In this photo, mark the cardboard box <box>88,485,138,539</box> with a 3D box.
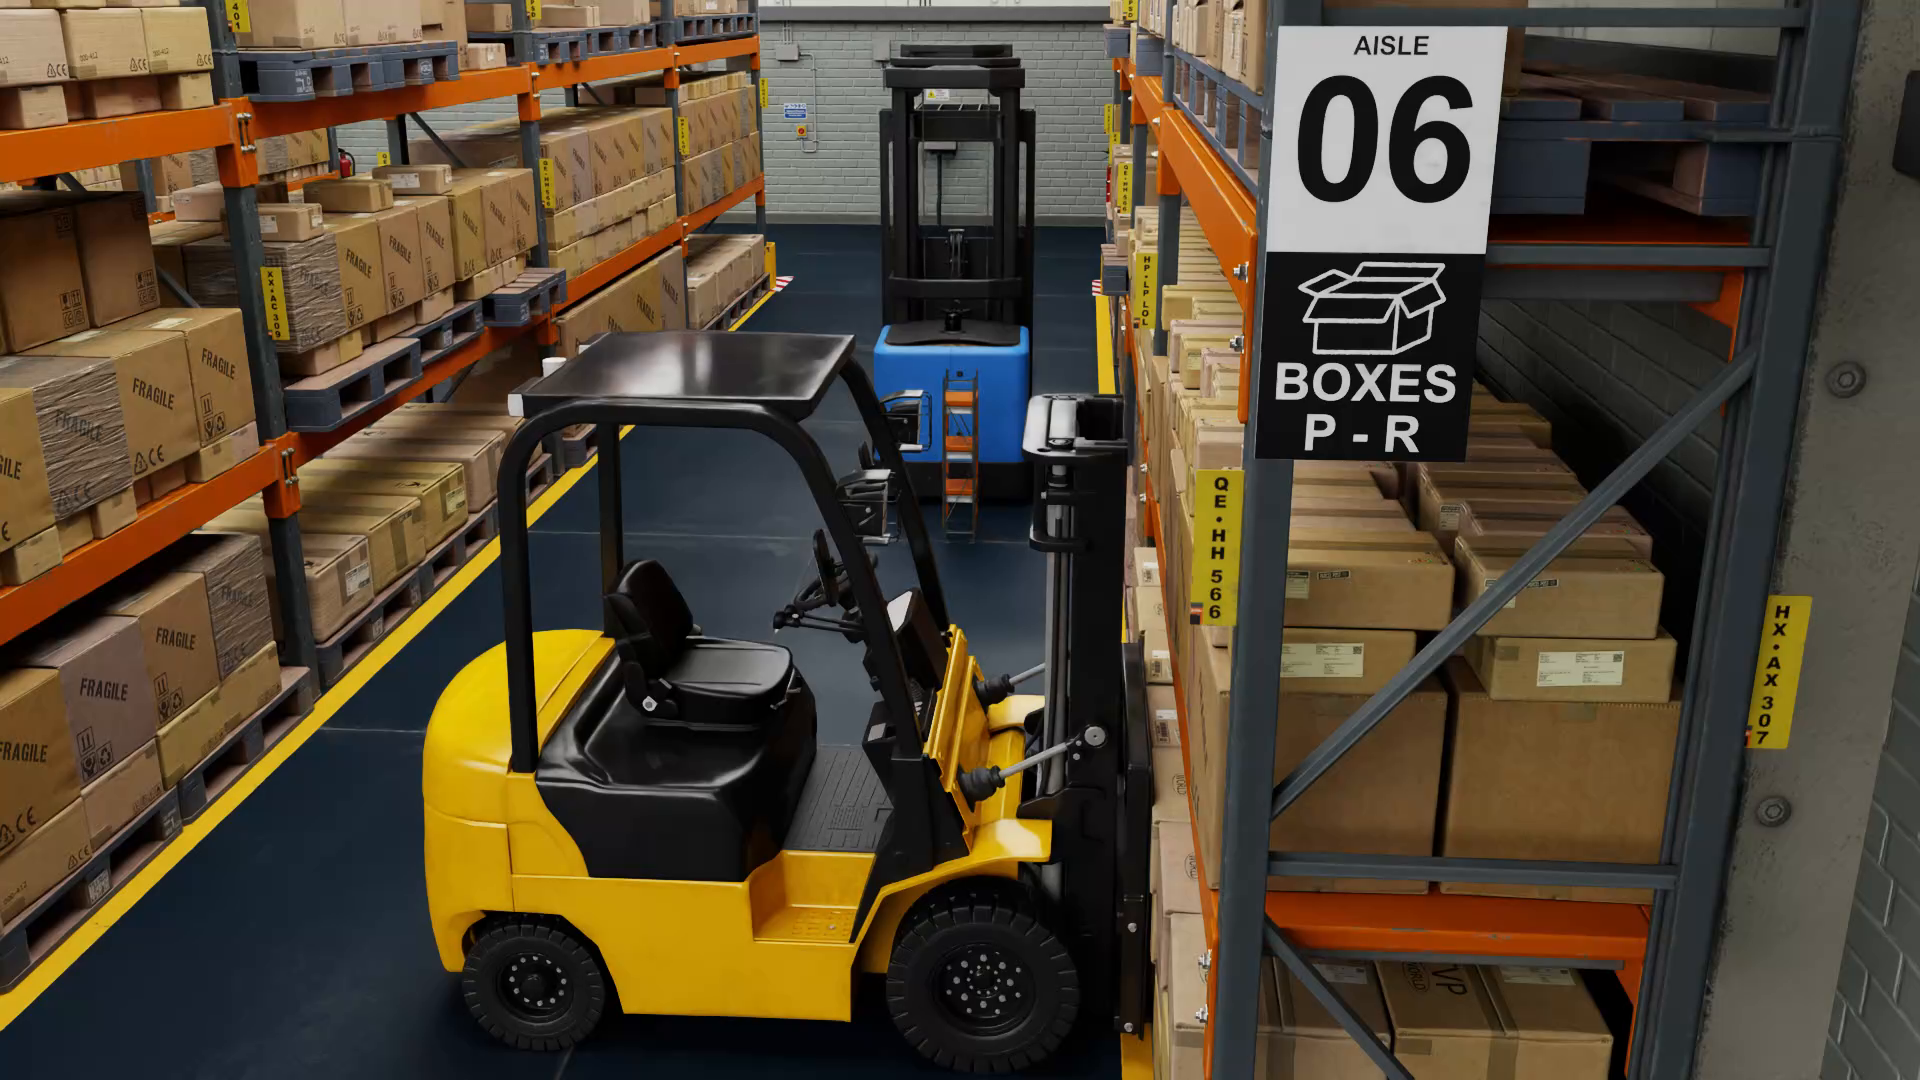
[{"bbox_3d":[-3.399,-0.113,6.355,0.380,0.149,0.250,1,18,3],"label":"cardboard box"}]

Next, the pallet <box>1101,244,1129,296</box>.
[{"bbox_3d":[1.607,-1.908,11.738,1.213,0.211,1.003,1,18,4],"label":"pallet"}]

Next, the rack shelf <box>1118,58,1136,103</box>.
[{"bbox_3d":[1.771,-3.492,12.602,1.077,0.370,4.000,1,18,4],"label":"rack shelf"}]

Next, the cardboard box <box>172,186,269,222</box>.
[{"bbox_3d":[-3.766,-1.714,8.483,0.380,0.149,0.250,1,18,2],"label":"cardboard box"}]

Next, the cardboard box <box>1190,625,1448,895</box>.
[{"bbox_3d":[0.828,0.491,3.947,0.500,0.500,0.500,1,18,3],"label":"cardboard box"}]

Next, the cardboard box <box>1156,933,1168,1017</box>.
[{"bbox_3d":[0.824,1.253,4.720,0.500,0.250,0.500,1,18,3],"label":"cardboard box"}]

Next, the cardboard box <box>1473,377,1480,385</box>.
[{"bbox_3d":[1.446,-0.461,5.334,0.380,0.149,0.250,2,18,5],"label":"cardboard box"}]

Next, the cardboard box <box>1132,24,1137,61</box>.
[{"bbox_3d":[1.458,-3.463,11.597,0.500,0.250,0.500,1,18,4],"label":"cardboard box"}]

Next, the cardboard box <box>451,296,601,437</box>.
[{"bbox_3d":[-3.191,-1.300,12.310,0.875,0.875,0.875,1,18,3],"label":"cardboard box"}]

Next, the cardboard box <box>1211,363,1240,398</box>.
[{"bbox_3d":[1.009,-0.470,5.361,0.380,0.149,0.250,1,18,4],"label":"cardboard box"}]

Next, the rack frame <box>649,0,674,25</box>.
[{"bbox_3d":[-3.036,-5.990,14.253,1.000,3.000,0.127,1,18,4],"label":"rack frame"}]

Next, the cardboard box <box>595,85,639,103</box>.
[{"bbox_3d":[-3.205,-4.153,15.471,0.380,0.149,0.250,2,18,5],"label":"cardboard box"}]

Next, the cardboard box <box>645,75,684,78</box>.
[{"bbox_3d":[-3.099,-4.783,17.393,0.380,0.149,0.250,1,18,4],"label":"cardboard box"}]

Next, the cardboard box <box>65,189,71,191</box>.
[{"bbox_3d":[-7.868,-2.935,14.292,0.380,0.149,0.250,0,18,1],"label":"cardboard box"}]

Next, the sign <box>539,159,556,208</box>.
[{"bbox_3d":[-2.781,-2.401,11.200,0.100,0.325,0.005,1,18,4],"label":"sign"}]

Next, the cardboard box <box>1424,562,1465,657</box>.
[{"bbox_3d":[1.292,0.164,3.904,0.380,0.149,0.250,1,18,4],"label":"cardboard box"}]

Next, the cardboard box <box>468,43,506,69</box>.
[{"bbox_3d":[-3.136,-3.101,10.655,0.380,0.149,0.250,1,18,4],"label":"cardboard box"}]

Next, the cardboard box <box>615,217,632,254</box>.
[{"bbox_3d":[-2.943,-2.448,13.319,0.500,0.250,0.500,1,18,4],"label":"cardboard box"}]

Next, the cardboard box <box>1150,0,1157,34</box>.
[{"bbox_3d":[1.205,-2.644,8.166,0.500,0.311,0.500,1,18,2],"label":"cardboard box"}]

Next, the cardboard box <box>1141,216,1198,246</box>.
[{"bbox_3d":[1.301,-1.888,10.164,0.380,0.149,0.250,2,18,5],"label":"cardboard box"}]

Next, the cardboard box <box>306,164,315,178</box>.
[{"bbox_3d":[-7.491,-4.158,18.697,0.380,0.149,0.250,1,18,4],"label":"cardboard box"}]

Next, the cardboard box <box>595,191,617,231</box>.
[{"bbox_3d":[-2.954,-2.530,12.766,0.500,0.250,0.500,1,18,4],"label":"cardboard box"}]

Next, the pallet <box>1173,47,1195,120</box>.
[{"bbox_3d":[1.306,-1.663,6.006,1.003,0.211,1.213,1,18,4],"label":"pallet"}]

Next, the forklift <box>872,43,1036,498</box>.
[{"bbox_3d":[-0.008,-2.081,12.067,1.130,2.935,3.031,1,18,2],"label":"forklift"}]

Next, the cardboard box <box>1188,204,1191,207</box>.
[{"bbox_3d":[1.821,-2.191,11.457,0.500,0.500,0.500,2,18,7],"label":"cardboard box"}]

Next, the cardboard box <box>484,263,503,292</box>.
[{"bbox_3d":[-3.058,-1.628,10.304,0.380,0.149,0.250,0,18,1],"label":"cardboard box"}]

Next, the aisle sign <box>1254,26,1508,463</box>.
[{"bbox_3d":[0.757,-0.524,3.031,0.394,0.787,0.004,1,18,4],"label":"aisle sign"}]

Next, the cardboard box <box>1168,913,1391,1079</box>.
[{"bbox_3d":[0.776,1.179,4.143,0.500,0.250,0.500,2,18,6],"label":"cardboard box"}]

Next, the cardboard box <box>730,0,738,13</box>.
[{"bbox_3d":[-2.692,-5.841,18.021,0.500,0.250,0.500,0,18,-1],"label":"cardboard box"}]

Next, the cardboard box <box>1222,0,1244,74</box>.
[{"bbox_3d":[0.829,-1.254,3.998,0.396,0.266,0.258,1,18,4],"label":"cardboard box"}]

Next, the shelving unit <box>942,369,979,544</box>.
[{"bbox_3d":[0.004,-0.516,10.310,0.215,1.050,0.252,1,18,4],"label":"shelving unit"}]

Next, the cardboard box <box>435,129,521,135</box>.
[{"bbox_3d":[-3.518,-2.746,12.219,0.500,0.500,0.500,2,18,5],"label":"cardboard box"}]

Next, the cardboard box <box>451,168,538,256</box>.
[{"bbox_3d":[-3.078,-2.138,10.819,0.500,0.500,0.500,1,18,2],"label":"cardboard box"}]

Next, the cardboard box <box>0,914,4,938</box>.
[{"bbox_3d":[-3.519,1.292,5.405,0.500,0.250,0.500,2,18,6],"label":"cardboard box"}]

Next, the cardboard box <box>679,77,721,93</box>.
[{"bbox_3d":[-2.650,-4.618,16.892,0.380,0.149,0.250,2,18,6],"label":"cardboard box"}]

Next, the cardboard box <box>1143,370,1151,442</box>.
[{"bbox_3d":[1.116,-0.636,7.789,0.500,0.250,0.500,2,18,5],"label":"cardboard box"}]

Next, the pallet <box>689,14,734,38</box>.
[{"bbox_3d":[-2.877,-5.155,16.662,1.003,0.211,1.213,1,18,4],"label":"pallet"}]

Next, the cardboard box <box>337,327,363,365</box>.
[{"bbox_3d":[-3.228,-0.977,8.316,0.380,0.149,0.250,2,18,5],"label":"cardboard box"}]

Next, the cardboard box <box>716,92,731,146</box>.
[{"bbox_3d":[-2.632,-4.277,16.892,0.500,0.500,0.500,1,18,4],"label":"cardboard box"}]

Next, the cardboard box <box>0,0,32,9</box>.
[{"bbox_3d":[-3.474,-1.913,5.748,0.380,0.149,0.250,1,18,3],"label":"cardboard box"}]

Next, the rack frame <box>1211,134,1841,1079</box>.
[{"bbox_3d":[1.055,0.697,3.478,1.000,3.000,0.127,1,18,4],"label":"rack frame"}]

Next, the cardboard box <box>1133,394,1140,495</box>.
[{"bbox_3d":[1.570,-0.665,10.775,0.875,0.625,0.625,2,18,6],"label":"cardboard box"}]

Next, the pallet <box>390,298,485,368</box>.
[{"bbox_3d":[-3.424,-1.190,9.546,1.003,0.211,1.213,1,18,4],"label":"pallet"}]

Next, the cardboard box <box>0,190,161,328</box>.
[{"bbox_3d":[-3.858,-1.187,6.984,0.700,0.500,0.500,1,18,3],"label":"cardboard box"}]

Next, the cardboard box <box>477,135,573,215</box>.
[{"bbox_3d":[-3.044,-2.568,11.675,0.500,0.500,0.500,1,18,2],"label":"cardboard box"}]

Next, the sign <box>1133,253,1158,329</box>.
[{"bbox_3d":[0.799,-1.067,7.129,0.100,0.325,0.005,1,18,4],"label":"sign"}]

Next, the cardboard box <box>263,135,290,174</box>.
[{"bbox_3d":[-7.539,-4.187,17.745,0.500,0.500,0.500,1,18,4],"label":"cardboard box"}]

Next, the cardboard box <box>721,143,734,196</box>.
[{"bbox_3d":[-2.622,-3.797,17.034,0.500,0.500,0.500,2,18,6],"label":"cardboard box"}]

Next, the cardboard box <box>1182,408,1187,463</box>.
[{"bbox_3d":[0.925,-0.328,5.405,0.380,0.149,0.250,1,18,3],"label":"cardboard box"}]

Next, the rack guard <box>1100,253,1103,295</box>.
[{"bbox_3d":[2.196,-3.061,18.961,1.175,0.500,0.348,1,18,4],"label":"rack guard"}]

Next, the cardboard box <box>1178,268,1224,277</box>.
[{"bbox_3d":[1.101,-1.252,8.225,0.380,0.149,0.250,1,18,2],"label":"cardboard box"}]

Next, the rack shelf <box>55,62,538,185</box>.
[{"bbox_3d":[-3.467,-2.360,9.145,1.077,0.370,4.000,1,18,4],"label":"rack shelf"}]

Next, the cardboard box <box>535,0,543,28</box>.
[{"bbox_3d":[-3.486,-4.124,12.538,0.500,0.500,0.500,1,18,4],"label":"cardboard box"}]

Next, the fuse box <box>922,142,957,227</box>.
[{"bbox_3d":[-0.284,-5.429,24.244,0.539,1.711,0.414,1,18,4],"label":"fuse box"}]
